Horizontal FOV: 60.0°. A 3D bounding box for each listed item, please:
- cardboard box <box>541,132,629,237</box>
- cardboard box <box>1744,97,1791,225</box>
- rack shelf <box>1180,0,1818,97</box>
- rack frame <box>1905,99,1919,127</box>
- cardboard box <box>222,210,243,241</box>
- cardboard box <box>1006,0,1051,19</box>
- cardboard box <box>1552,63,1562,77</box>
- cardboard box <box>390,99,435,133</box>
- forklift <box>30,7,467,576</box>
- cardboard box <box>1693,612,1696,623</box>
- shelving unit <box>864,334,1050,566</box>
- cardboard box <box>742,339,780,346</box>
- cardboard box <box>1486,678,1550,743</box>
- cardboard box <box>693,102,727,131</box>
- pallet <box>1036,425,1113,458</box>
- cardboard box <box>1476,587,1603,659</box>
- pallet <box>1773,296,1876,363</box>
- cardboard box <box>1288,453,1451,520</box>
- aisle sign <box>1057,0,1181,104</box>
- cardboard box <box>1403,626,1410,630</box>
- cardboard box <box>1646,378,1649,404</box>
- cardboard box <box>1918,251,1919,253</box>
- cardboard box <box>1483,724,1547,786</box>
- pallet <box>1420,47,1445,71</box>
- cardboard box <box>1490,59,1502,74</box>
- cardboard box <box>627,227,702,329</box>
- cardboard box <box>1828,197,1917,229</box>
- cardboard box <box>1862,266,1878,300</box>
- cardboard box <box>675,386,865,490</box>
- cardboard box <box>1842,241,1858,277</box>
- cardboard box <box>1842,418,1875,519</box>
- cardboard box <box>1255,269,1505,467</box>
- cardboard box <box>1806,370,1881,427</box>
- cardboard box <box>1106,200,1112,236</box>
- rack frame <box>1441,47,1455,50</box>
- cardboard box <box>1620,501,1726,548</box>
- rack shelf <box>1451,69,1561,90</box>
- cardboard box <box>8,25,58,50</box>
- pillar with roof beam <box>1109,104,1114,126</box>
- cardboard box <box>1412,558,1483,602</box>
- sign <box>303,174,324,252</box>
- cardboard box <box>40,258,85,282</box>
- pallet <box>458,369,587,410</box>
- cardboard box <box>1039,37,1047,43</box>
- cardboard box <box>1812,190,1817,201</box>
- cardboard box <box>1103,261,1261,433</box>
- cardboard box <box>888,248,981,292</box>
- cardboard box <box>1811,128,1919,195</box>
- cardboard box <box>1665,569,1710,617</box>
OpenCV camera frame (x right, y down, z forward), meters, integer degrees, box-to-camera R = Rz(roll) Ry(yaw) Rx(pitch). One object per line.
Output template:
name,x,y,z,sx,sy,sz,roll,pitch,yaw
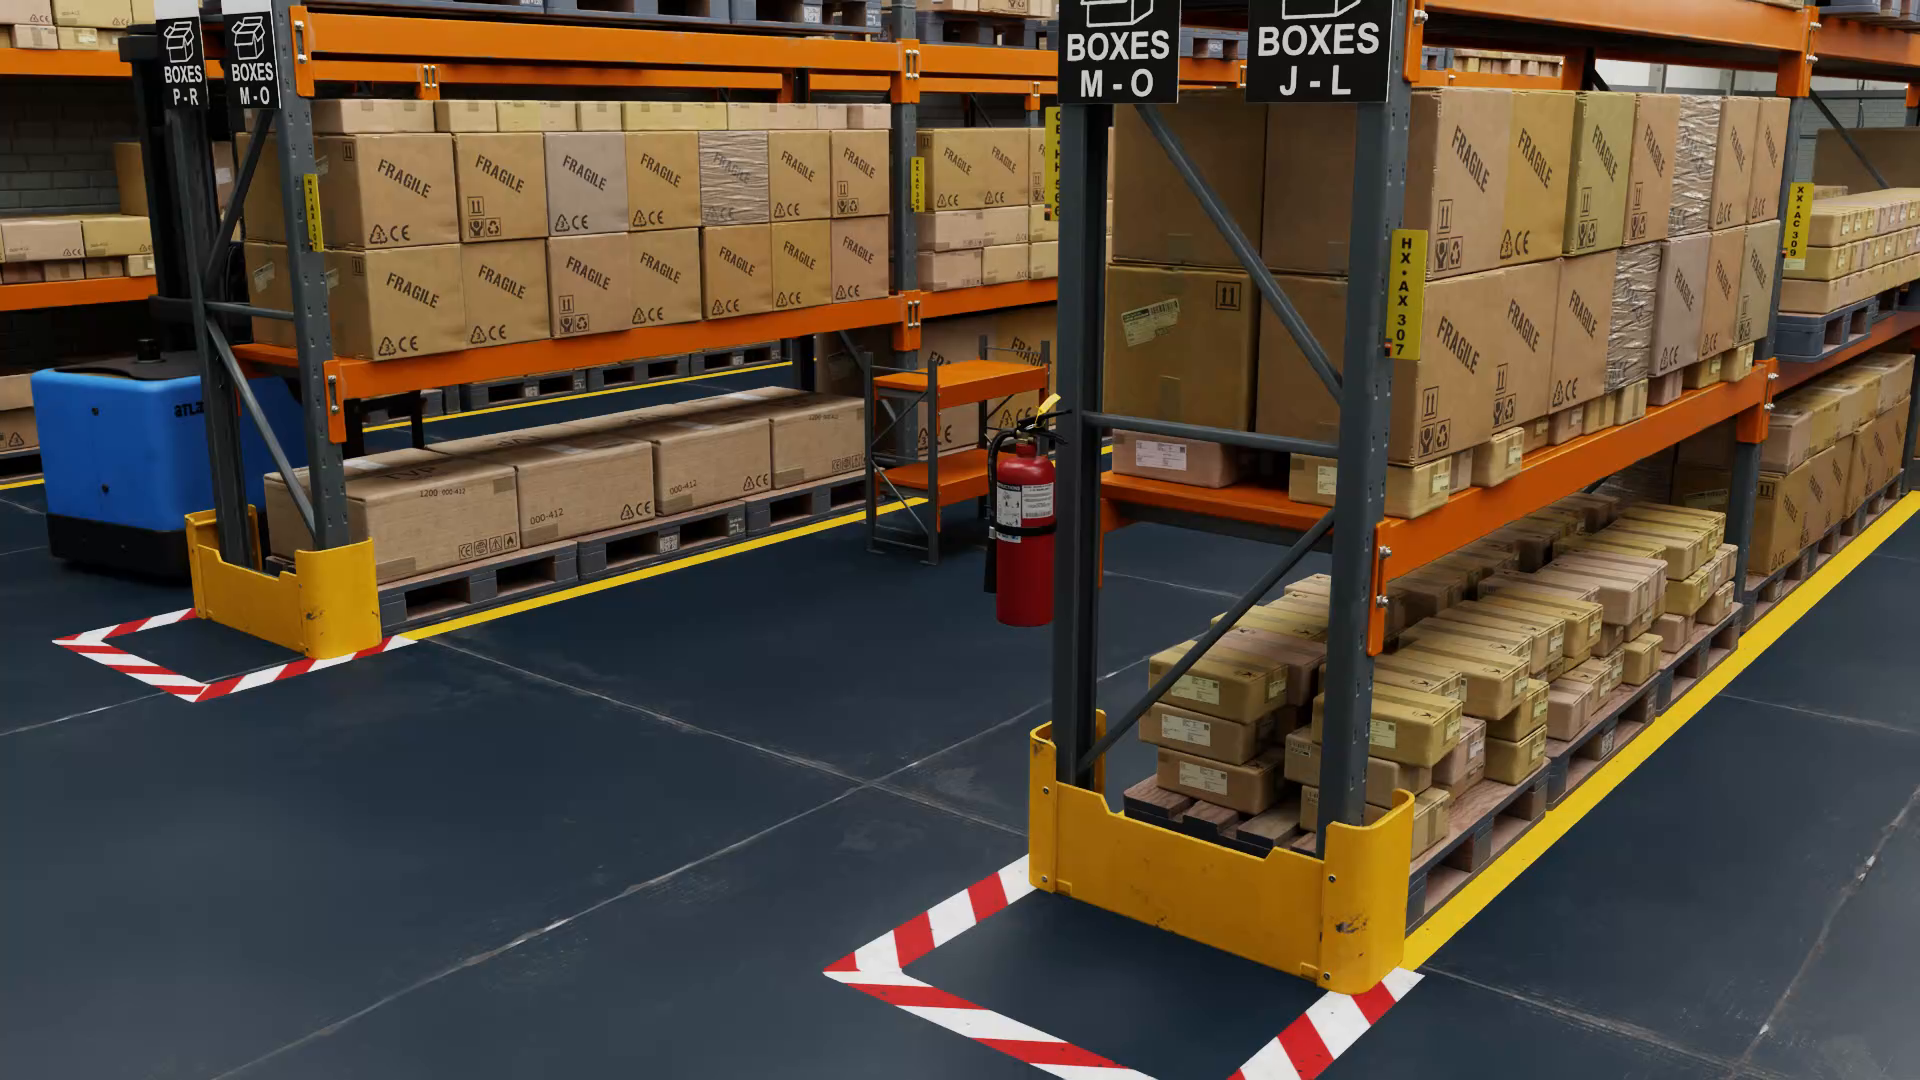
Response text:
cardboard box,-2.046,-1.815,8.443,0.500,0.500,0.500,11,18,37
cardboard box,3.137,-1.599,6.988,0.500,0.500,0.500,10,18,36
rack shelf,1.965,-1.776,5.891,1.077,0.370,4.000,11,18,38
rack frame,8.250,-2.586,13.710,1.000,3.000,0.127,11,18,38
cardboard box,-5.312,-2.312,12.334,0.500,0.250,0.500,11,18,37
cardboard box,0.376,-3.533,10.967,0.380,0.166,0.250,10,17,34
cardboard box,6.519,-5.221,18.500,0.380,0.149,0.250,12,19,39
cardboard box,-2.658,-1.968,7.728,0.380,0.149,0.250,12,18,39
forklift,-3.816,-1.543,9.745,1.130,2.935,3.031,7,16,26
cardboard box,3.012,0.289,7.331,0.380,0.149,0.250,12,18,39
shelving unit,-0.004,-0.544,9.479,0.538,1.125,1.048,11,18,38
cardboard box,-2.139,-2.212,16.461,0.500,0.500,0.500,12,19,39
cardboard box,1.783,0.549,5.703,0.380,0.149,0.250,12,19,39
cardboard box,-1.490,-2.305,9.052,0.380,0.149,0.250,11,18,36
pallet,0.501,-0.843,12.513,1.003,0.211,1.213,11,18,38
cardboard box,2.113,0.299,6.082,0.380,0.149,0.250,12,18,38
pallet,3.815,-1.085,8.190,1.003,0.211,1.213,11,18,38
cardboard box,1.166,-0.177,4.739,0.380,0.149,0.250,11,18,37
aisle sign,0.429,-1.580,4.471,0.394,0.787,0.004,11,18,38
cardboard box,1.634,0.354,6.471,0.380,0.149,0.250,12,19,40
cardboard box,2.403,-0.590,6.365,0.380,0.149,0.250,11,18,37
cardboard box,5.134,-1.683,9.211,0.380,0.149,0.250,11,18,37
cardboard box,1.784,0.696,5.728,0.380,0.149,0.250,12,18,38
pallet,3.865,-4.594,15.903,1.213,0.211,1.003,11,18,38
cardboard box,5.366,-4.884,17.173,0.380,0.149,0.250,11,18,36
cardboard box,-1.749,-1.425,8.936,0.500,0.500,0.500,12,19,39
cardboard box,4.806,-1.728,8.783,0.380,0.149,0.250,12,19,39
cardboard box,4.316,-1.289,8.263,0.380,0.149,0.250,11,18,38
cardboard box,-1.170,-0.659,10.474,0.875,0.438,0.875,11,18,37
cardboard box,3.989,-1.334,7.835,0.380,0.149,0.250,11,18,36
cardboard box,4.877,-0.443,9.498,0.500,0.500,0.500,10,18,35
cardboard box,1.205,-0.524,4.785,0.500,0.500,0.500,12,19,40
cardboard box,4.869,-0.811,9.422,0.500,0.250,0.500,12,18,39
cardboard box,0.764,-2.305,11.892,0.500,0.250,0.500,11,18,36
rack frame,4.336,-6.240,15.911,1.000,3.000,0.127,11,18,38
cardboard box,3.201,-0.056,7.479,0.380,0.149,0.250,12,18,39
rack shelf,5.593,-4.821,17.876,1.077,0.370,4.000,11,18,38
cardboard box,-6.132,-3.292,10.906,0.380,0.149,0.250,12,18,39
pillar with roof beam,5.197,-7.114,19.349,9.100,9.000,0.400,11,18,38
cardboard box,1.842,0.165,6.609,0.380,0.149,0.250,11,18,38
sign,-2.778,-1.405,7.144,0.100,0.325,0.005,11,18,38
cardboard box,-6.180,-1.851,11.328,0.380,0.149,0.250,12,19,39
pallet,-4.073,-1.378,14.619,1.003,0.211,1.213,11,18,38
cardboard box,1.186,-5.884,19.727,0.500,0.311,0.500,12,18,39
cardboard box,4.803,-1.983,9.785,0.380,0.149,0.250,10,18,35
cardboard box,0.790,-0.606,5.110,0.500,0.500,0.500,12,18,39
cardboard box,-0.210,-1.771,10.808,0.500,0.250,0.500,11,18,36
cardboard box,6.026,-2.437,10.892,0.700,0.500,0.500,11,18,37
cardboard box,2.956,0.197,7.087,0.380,0.149,0.250,10,18,36
